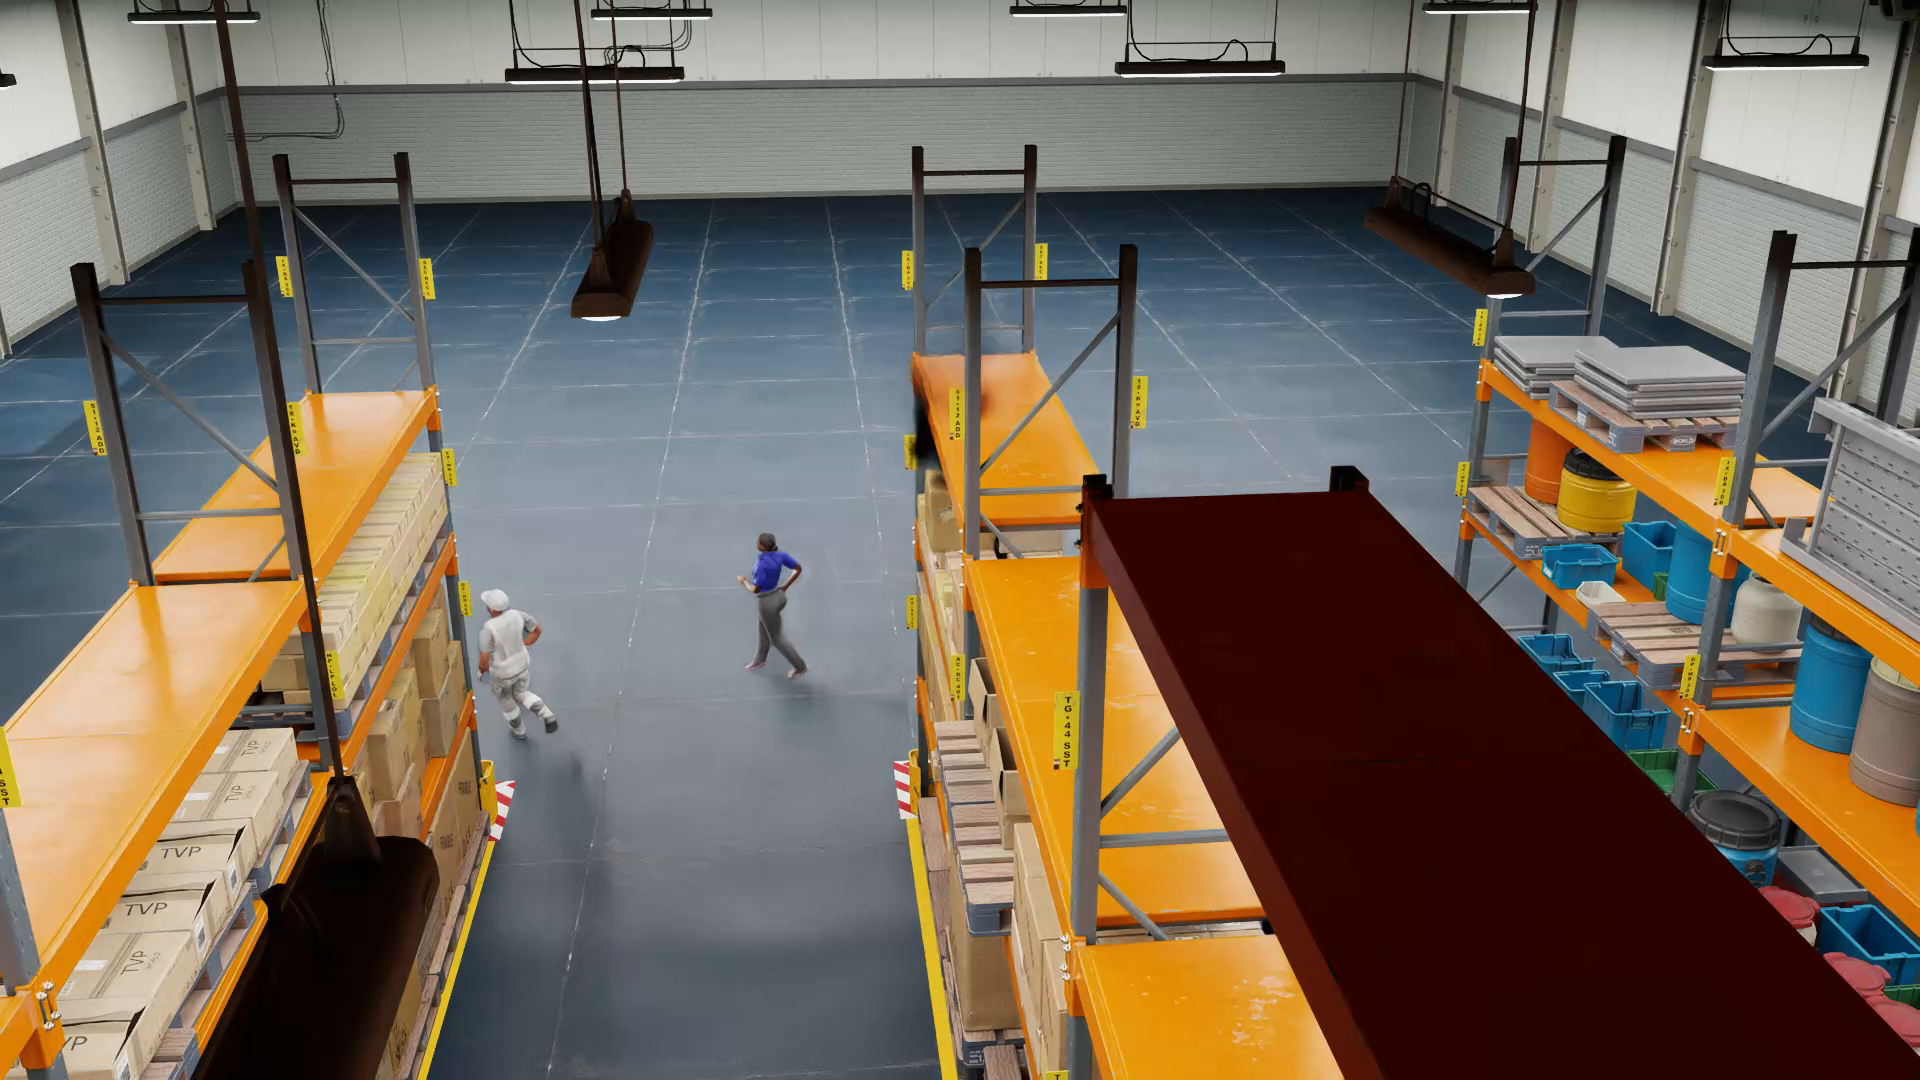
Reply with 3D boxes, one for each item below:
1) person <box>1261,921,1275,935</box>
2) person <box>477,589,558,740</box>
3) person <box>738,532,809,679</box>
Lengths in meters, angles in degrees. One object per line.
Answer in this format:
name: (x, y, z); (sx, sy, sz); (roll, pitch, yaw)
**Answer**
person: (2.440, 2.671, 12.711); (0.603, 1.644, 0.651); (-6, 22, -14)
person: (-4.387, 1.255, 16.141); (0.755, 1.730, 0.724); (16, 27, 35)
person: (-1.981, 0.714, 17.588); (0.860, 1.703, 0.569); (10, 24, 23)
